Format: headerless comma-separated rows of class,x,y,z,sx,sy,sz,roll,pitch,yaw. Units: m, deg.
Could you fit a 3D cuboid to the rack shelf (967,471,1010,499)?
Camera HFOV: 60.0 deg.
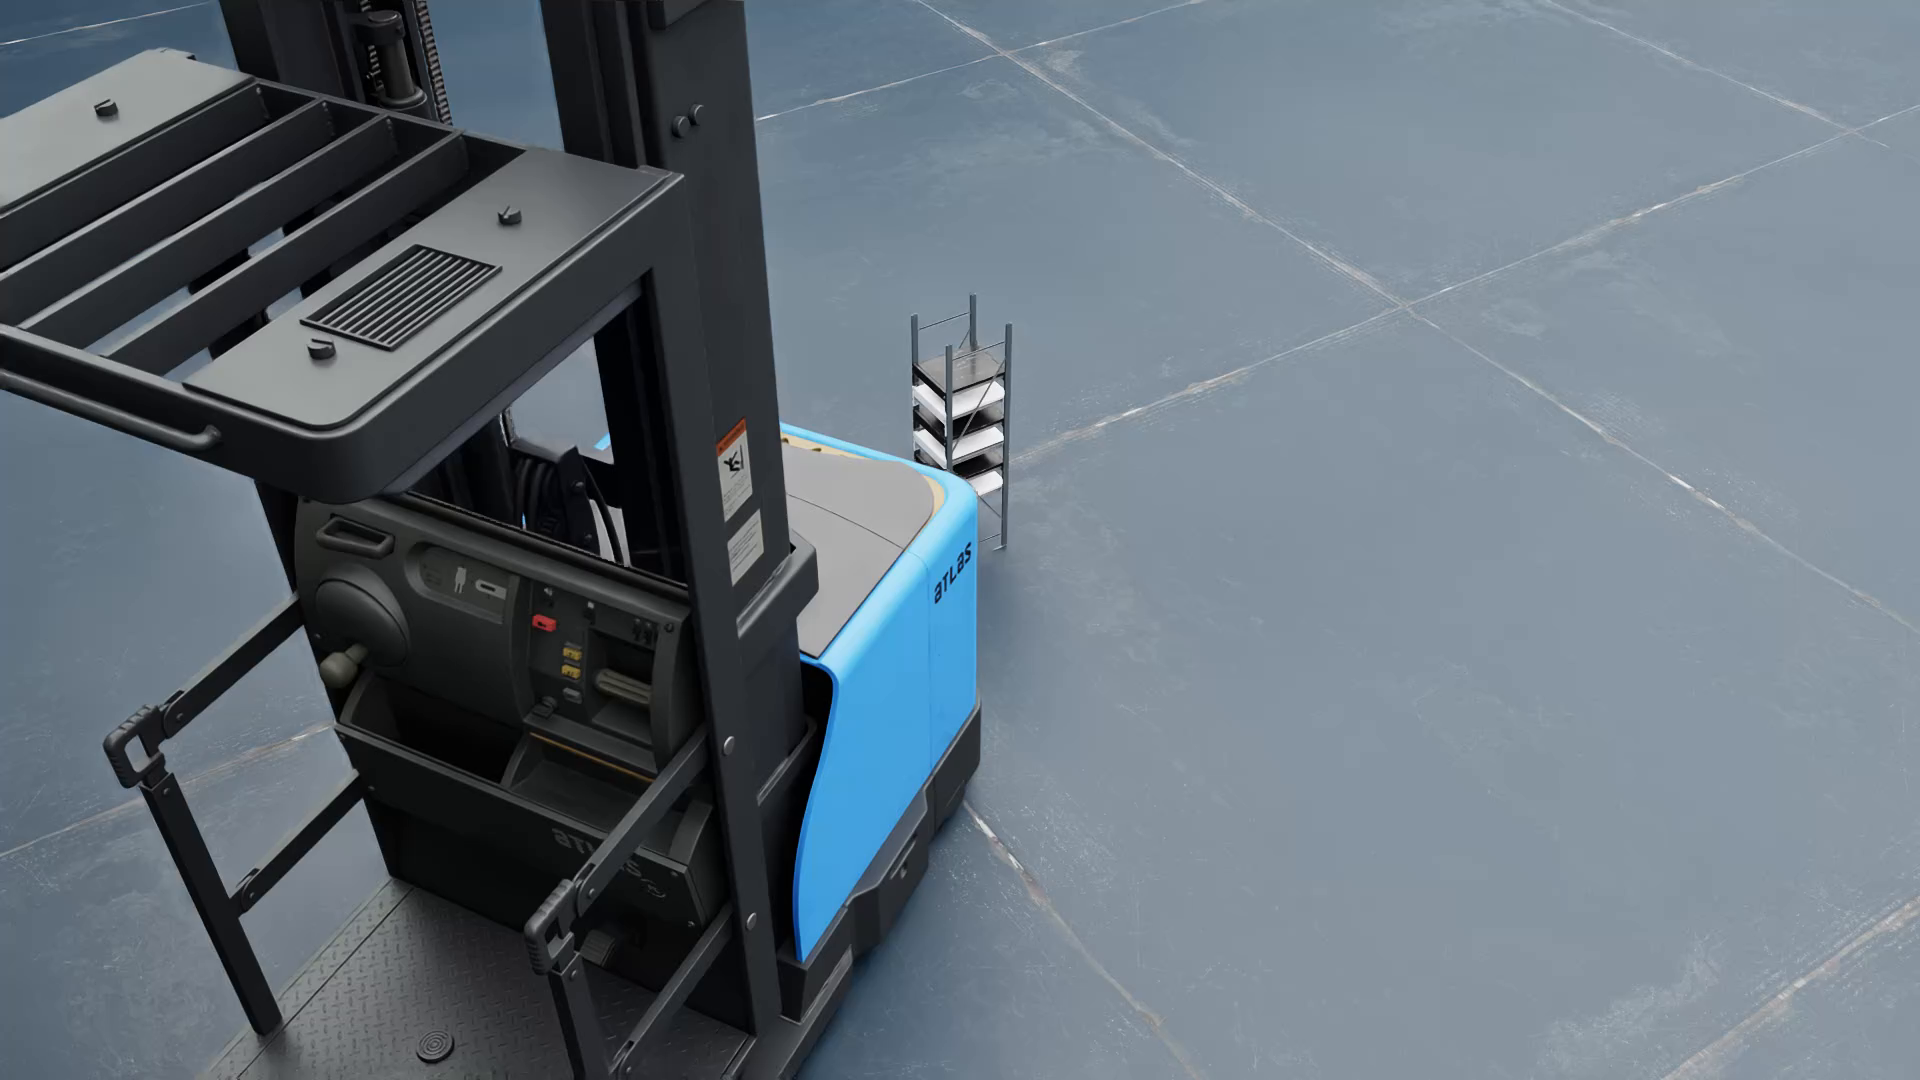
rack shelf,0.004,-0.177,5.593,0.258,0.077,0.200,-22,45,-24

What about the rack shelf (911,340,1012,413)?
rack shelf,0.004,-0.523,5.305,0.258,0.077,0.200,-22,45,-24

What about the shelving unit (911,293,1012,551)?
shelving unit,0.004,-0.341,5.457,0.258,0.900,0.210,-22,45,-24

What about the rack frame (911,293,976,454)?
rack frame,-0.050,-0.396,5.523,0.240,0.900,0.006,-22,45,-24

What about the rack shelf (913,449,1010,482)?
rack shelf,0.004,-0.247,5.536,0.258,0.077,0.200,-22,45,-24

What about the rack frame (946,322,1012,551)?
rack frame,0.059,-0.286,5.391,0.240,0.900,0.006,-22,45,-24

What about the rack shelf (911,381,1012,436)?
rack shelf,0.004,-0.454,5.363,0.258,0.077,0.200,-22,45,-24

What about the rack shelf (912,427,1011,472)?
rack shelf,0.004,-0.316,5.478,0.258,0.077,0.200,-22,45,-24

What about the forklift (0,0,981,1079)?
forklift,-1.039,0.257,3.152,1.130,2.935,3.031,17,43,20

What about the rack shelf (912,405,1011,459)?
rack shelf,0.004,-0.385,5.420,0.258,0.077,0.200,-22,45,-24
